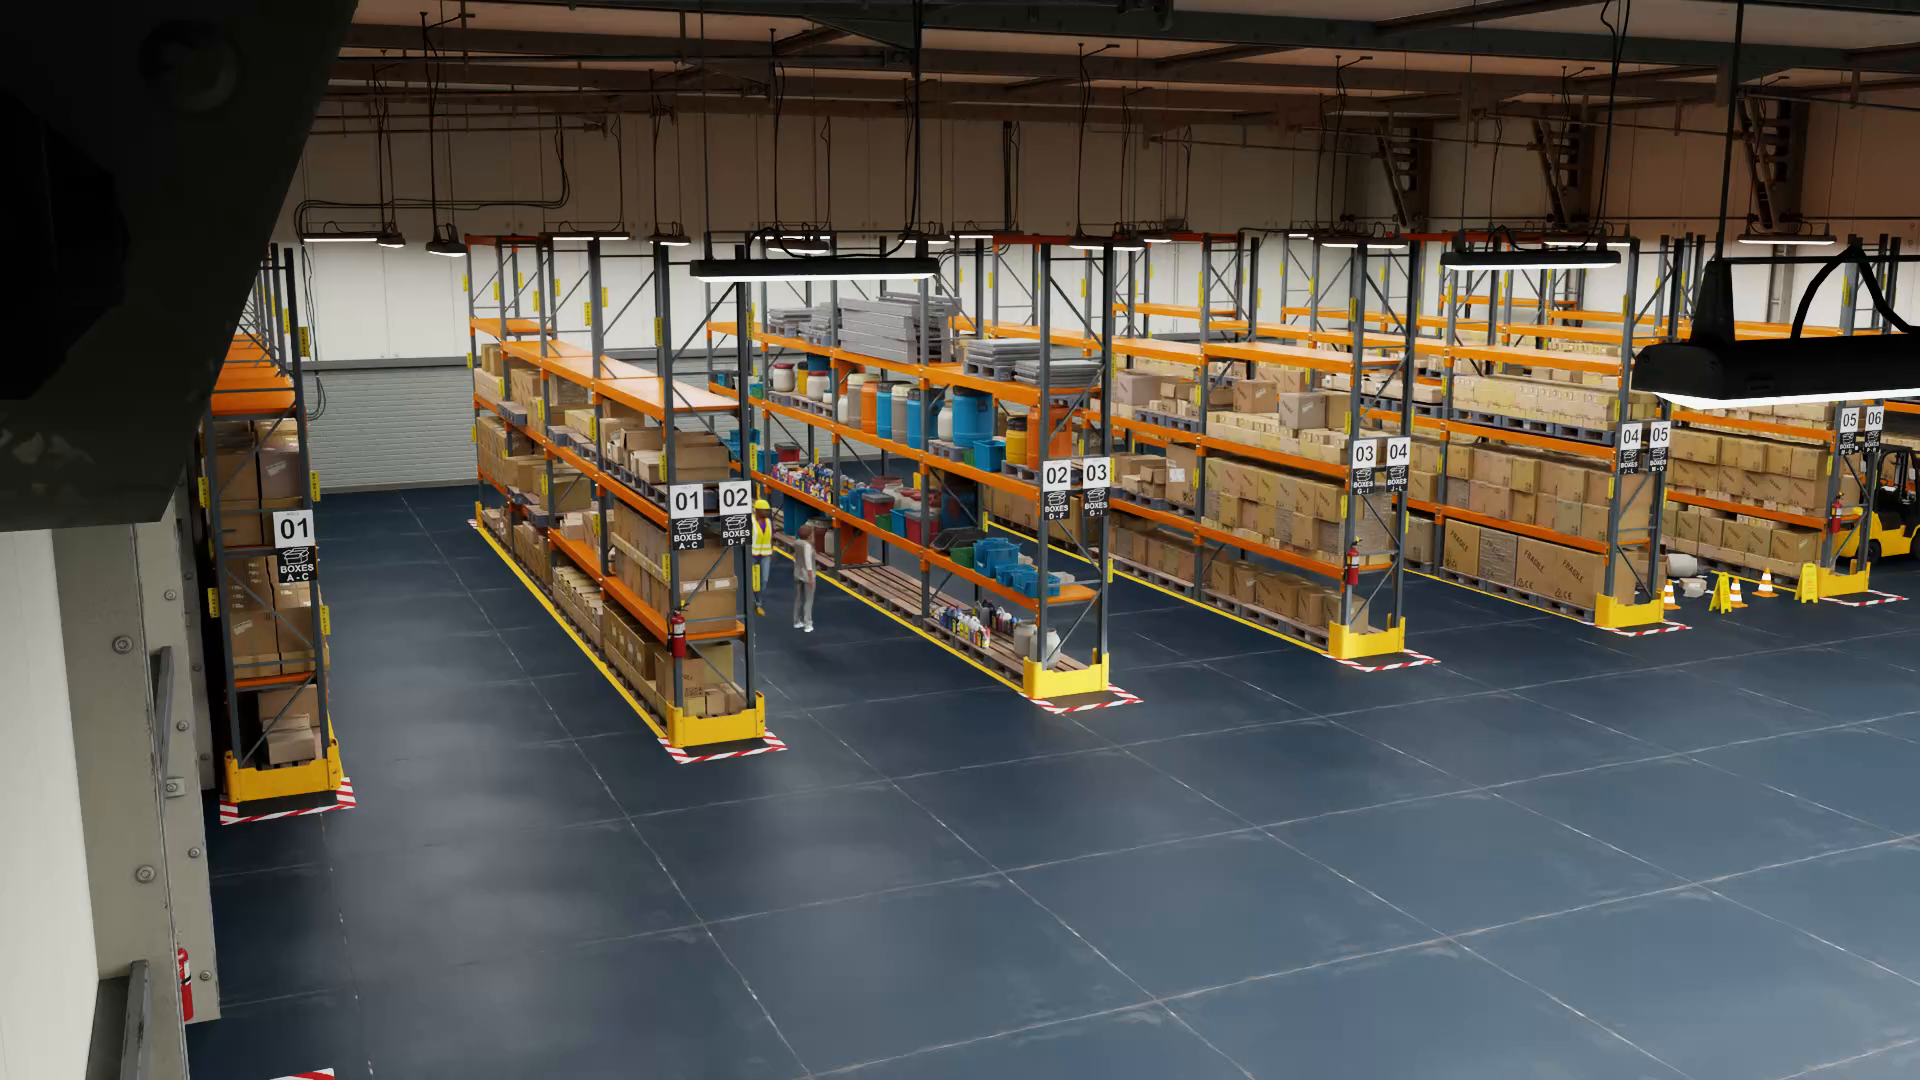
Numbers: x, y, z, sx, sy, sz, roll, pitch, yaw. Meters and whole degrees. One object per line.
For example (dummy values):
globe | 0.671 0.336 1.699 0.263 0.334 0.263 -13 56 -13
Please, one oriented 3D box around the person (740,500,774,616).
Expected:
person | -3.144 0.253 25.877 0.618 1.769 0.650 -4 12 -21

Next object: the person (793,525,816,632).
person | -2.278 0.551 24.595 0.447 1.586 0.369 9 14 40
